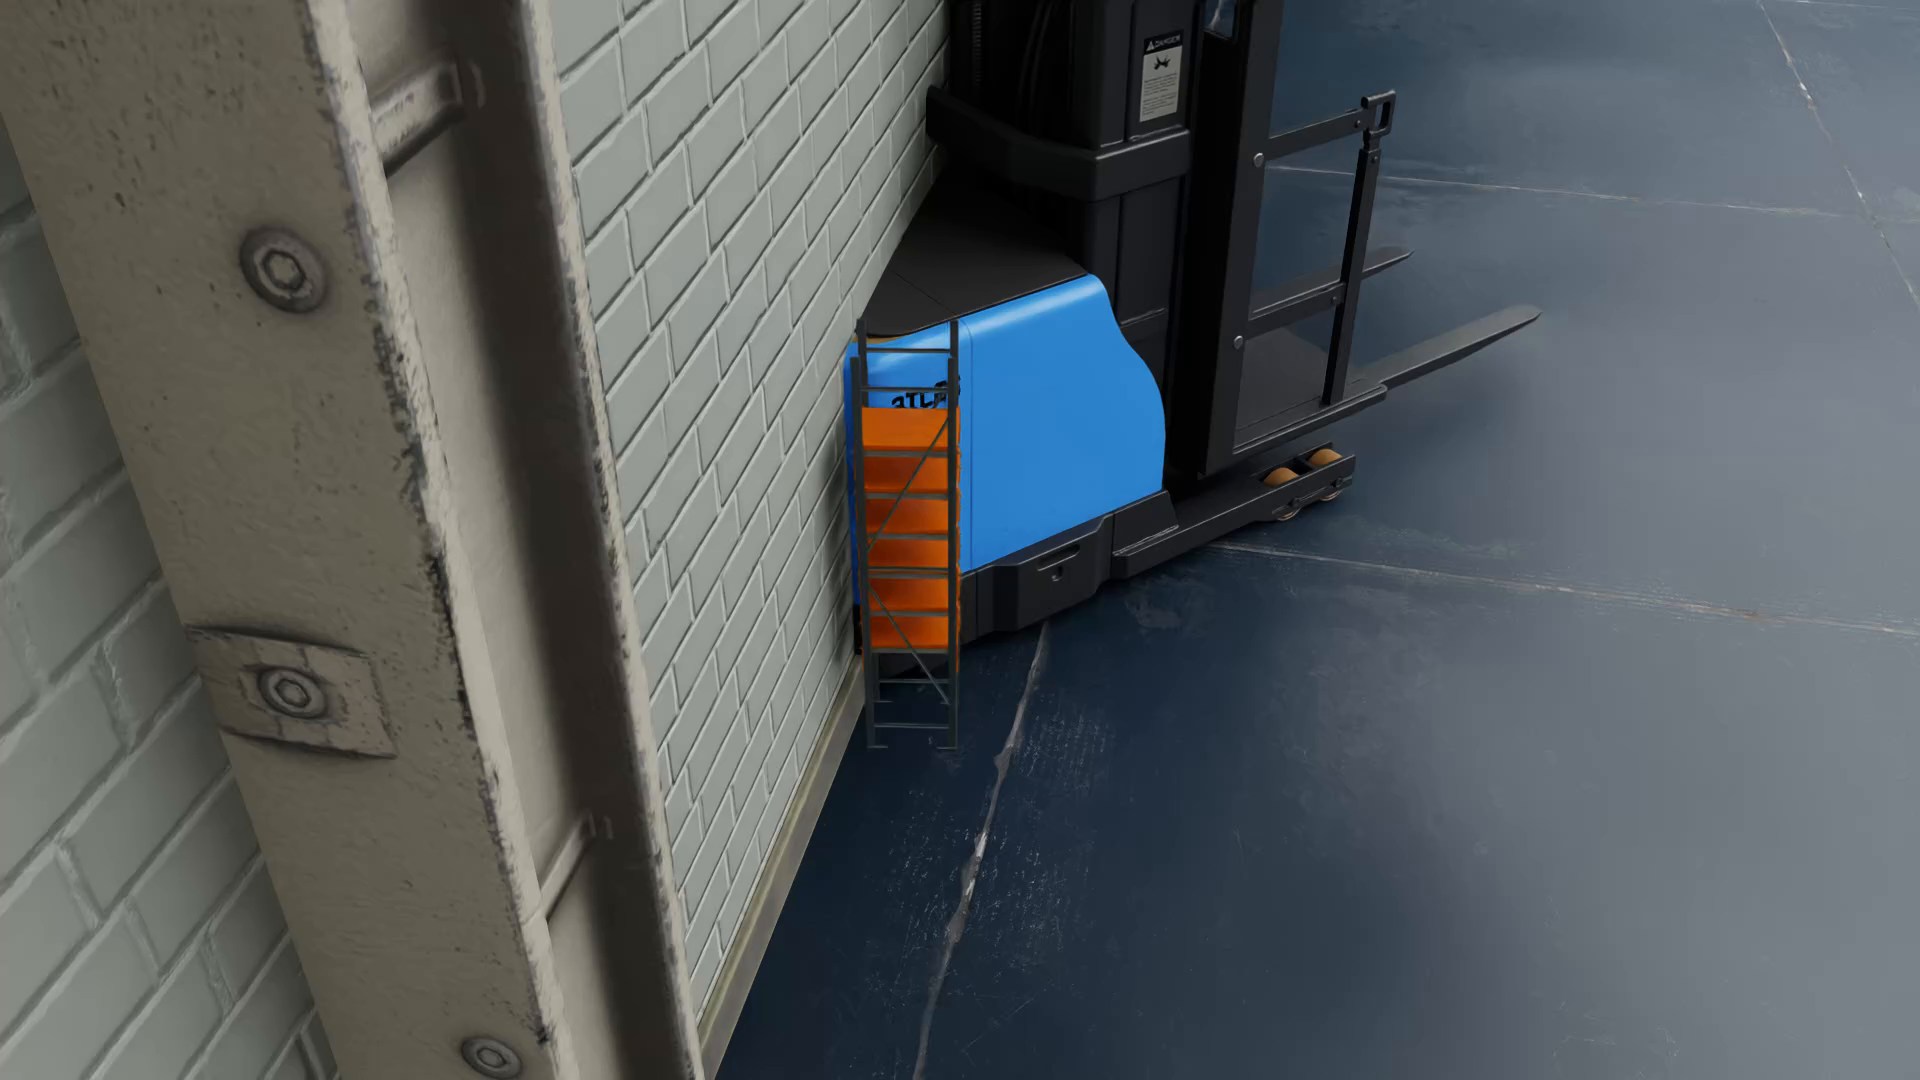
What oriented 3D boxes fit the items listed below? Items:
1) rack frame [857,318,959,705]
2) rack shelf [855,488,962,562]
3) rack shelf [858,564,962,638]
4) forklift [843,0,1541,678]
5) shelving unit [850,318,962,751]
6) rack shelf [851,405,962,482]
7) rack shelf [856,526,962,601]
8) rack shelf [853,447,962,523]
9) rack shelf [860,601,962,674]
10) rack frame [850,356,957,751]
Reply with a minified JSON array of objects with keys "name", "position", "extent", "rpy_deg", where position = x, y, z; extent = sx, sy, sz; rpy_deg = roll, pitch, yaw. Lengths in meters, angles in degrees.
[{"name":"rack frame","position":[-0.124,-0.032,4.272],"extent":[0.240,1.200,0.006],"rpy_deg":[1,36,1]},{"name":"rack shelf","position":[-0.126,-0.040,4.154],"extent":[0.258,0.103,0.180],"rpy_deg":[1,36,1]},{"name":"rack shelf","position":[-0.126,0.155,4.293],"extent":[0.258,0.103,0.180],"rpy_deg":[1,36,1]},{"name":"forklift","position":[0.673,-1.481,4.796],"extent":[3.031,2.935,1.130],"rpy_deg":[-22,42,-28]},{"name":"shelving unit","position":[-0.126,0.021,4.198],"extent":[0.258,1.200,0.189],"rpy_deg":[1,36,1]},{"name":"rack shelf","position":[-0.126,-0.236,4.014],"extent":[0.258,0.103,0.180],"rpy_deg":[1,36,1]},{"name":"rack shelf","position":[-0.126,0.057,4.223],"extent":[0.258,0.103,0.180],"rpy_deg":[1,36,1]},{"name":"rack shelf","position":[-0.126,-0.138,4.084],"extent":[0.258,0.103,0.180],"rpy_deg":[1,36,1]},{"name":"rack shelf","position":[-0.126,0.252,4.363],"extent":[0.258,0.103,0.180],"rpy_deg":[1,36,1]},{"name":"rack frame","position":[-0.129,0.074,4.123],"extent":[0.240,1.200,0.006],"rpy_deg":[1,36,1]}]
